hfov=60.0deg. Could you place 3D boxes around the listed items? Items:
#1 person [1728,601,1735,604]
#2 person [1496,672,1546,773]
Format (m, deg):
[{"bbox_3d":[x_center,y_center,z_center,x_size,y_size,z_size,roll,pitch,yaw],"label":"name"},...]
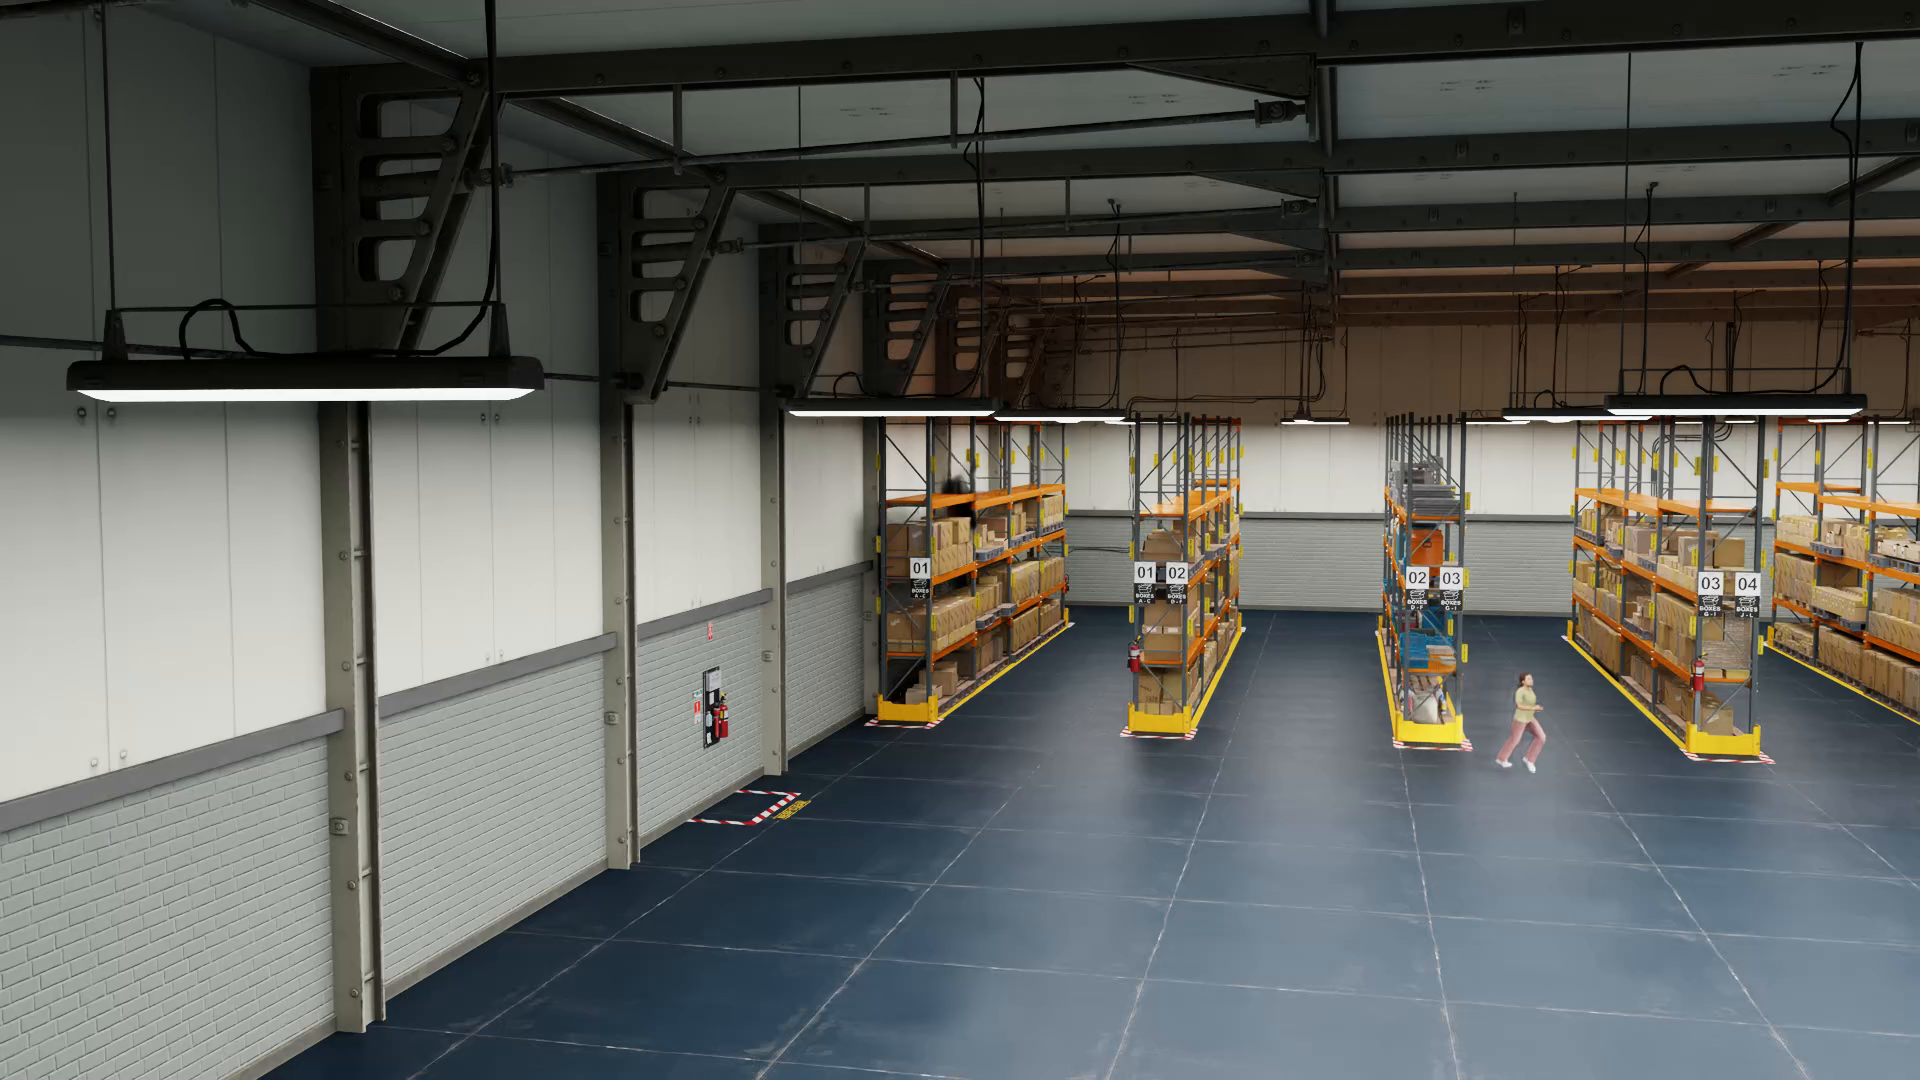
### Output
[{"bbox_3d":[19.844,1.942,43.004,0.729,1.738,0.926,1,4,20],"label":"person"},{"bbox_3d":[9.358,3.016,27.644,0.580,1.671,0.842,-3,5,-37],"label":"person"}]
